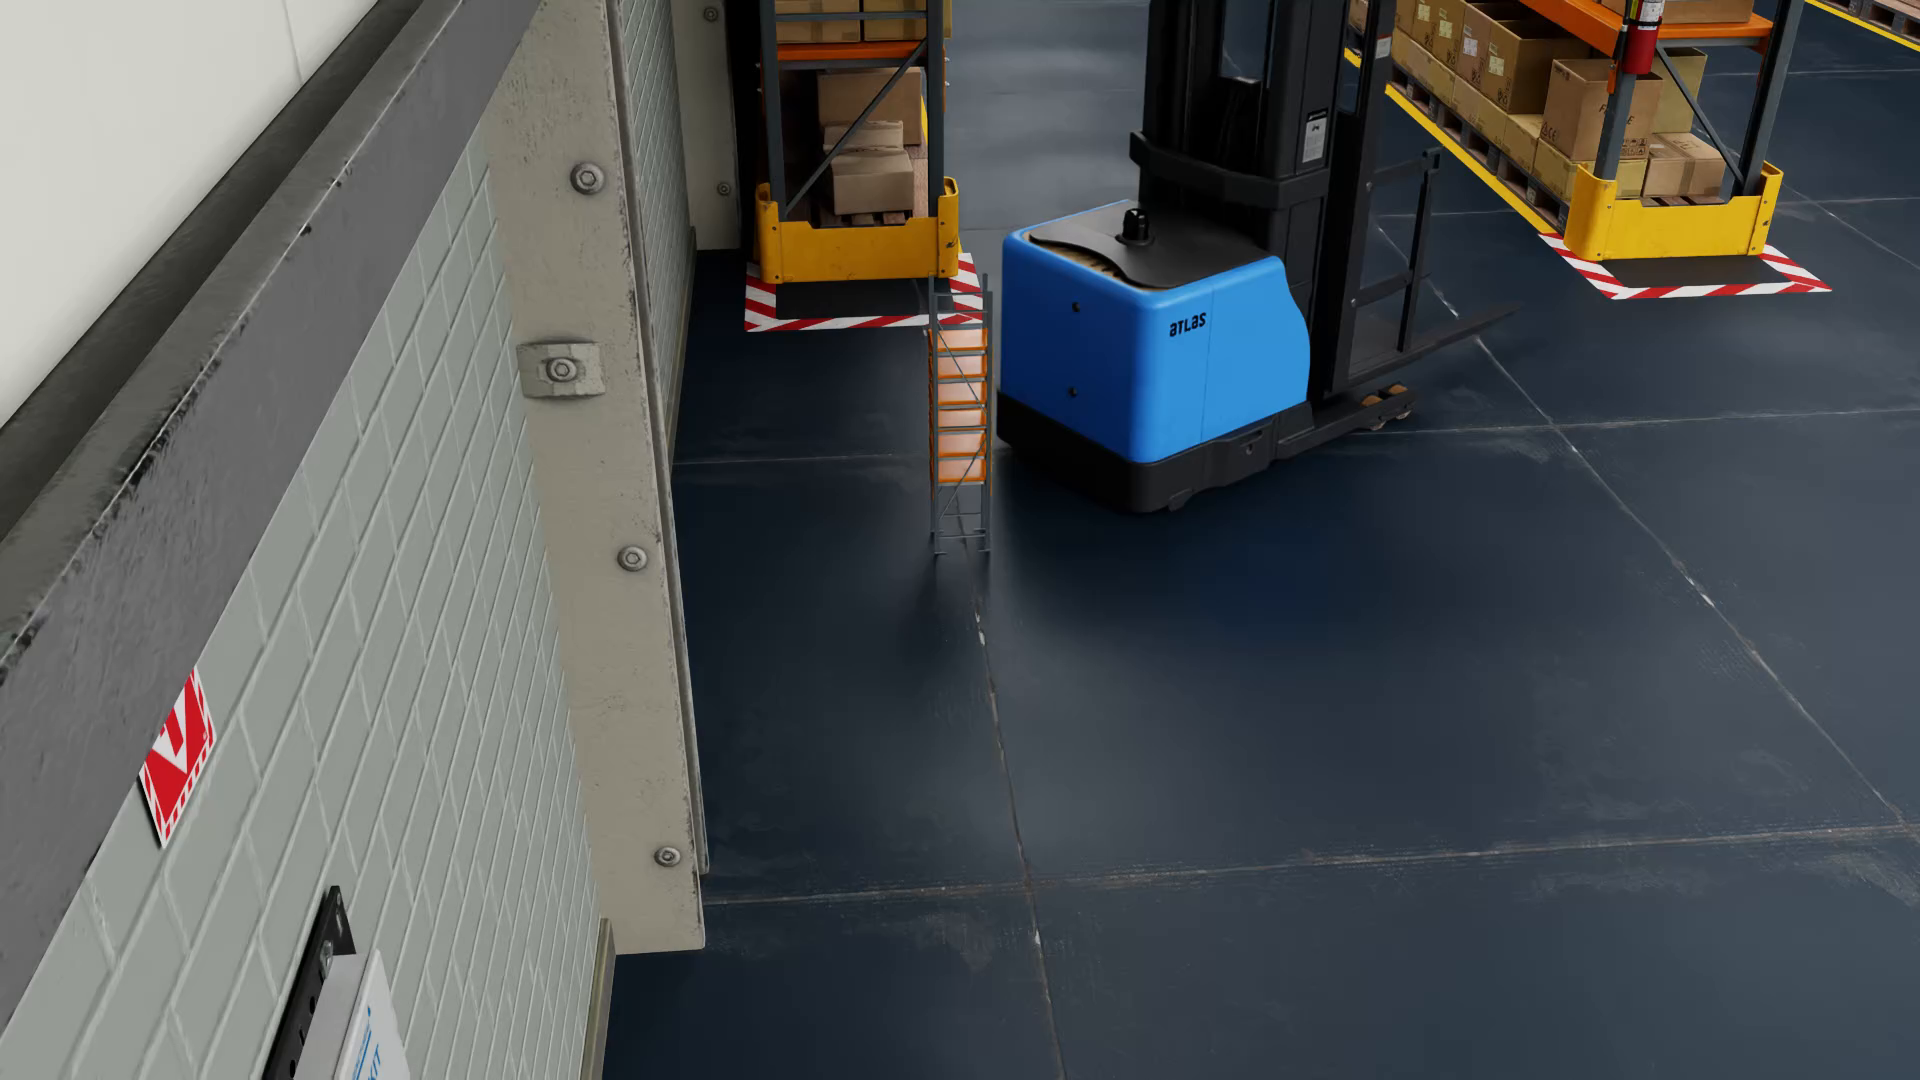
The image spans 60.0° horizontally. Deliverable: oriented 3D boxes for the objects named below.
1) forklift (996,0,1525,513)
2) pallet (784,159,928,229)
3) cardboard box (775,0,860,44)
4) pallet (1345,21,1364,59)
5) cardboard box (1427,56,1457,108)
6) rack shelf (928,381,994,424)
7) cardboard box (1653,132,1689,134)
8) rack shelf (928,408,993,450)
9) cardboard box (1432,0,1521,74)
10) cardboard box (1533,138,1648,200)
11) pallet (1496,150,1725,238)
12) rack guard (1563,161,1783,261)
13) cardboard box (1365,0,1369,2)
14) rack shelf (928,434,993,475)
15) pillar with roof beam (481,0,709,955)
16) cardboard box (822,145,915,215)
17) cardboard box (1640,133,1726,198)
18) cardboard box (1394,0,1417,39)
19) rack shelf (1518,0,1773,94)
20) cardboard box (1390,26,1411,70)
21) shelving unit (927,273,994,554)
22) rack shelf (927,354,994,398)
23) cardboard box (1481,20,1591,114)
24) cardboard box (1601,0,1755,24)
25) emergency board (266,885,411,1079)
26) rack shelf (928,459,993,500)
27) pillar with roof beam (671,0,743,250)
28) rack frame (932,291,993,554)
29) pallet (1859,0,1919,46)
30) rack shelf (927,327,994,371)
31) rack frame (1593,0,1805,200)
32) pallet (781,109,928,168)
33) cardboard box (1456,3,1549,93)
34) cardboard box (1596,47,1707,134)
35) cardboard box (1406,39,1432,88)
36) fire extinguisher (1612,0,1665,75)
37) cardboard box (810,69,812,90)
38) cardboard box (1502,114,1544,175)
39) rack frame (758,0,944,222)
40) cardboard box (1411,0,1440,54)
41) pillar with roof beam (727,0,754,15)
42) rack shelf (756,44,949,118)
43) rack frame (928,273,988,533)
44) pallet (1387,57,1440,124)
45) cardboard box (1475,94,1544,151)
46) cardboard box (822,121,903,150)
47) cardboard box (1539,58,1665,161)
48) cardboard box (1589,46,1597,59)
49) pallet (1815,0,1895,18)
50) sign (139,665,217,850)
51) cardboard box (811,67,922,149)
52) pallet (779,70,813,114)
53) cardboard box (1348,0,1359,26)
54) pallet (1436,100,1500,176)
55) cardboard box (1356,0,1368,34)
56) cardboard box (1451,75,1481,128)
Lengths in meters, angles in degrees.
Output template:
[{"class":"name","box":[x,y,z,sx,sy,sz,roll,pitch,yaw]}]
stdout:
[{"class":"forklift","box":[1.644,-1.987,7.718,3.031,2.935,1.130,-22,37,-32]},{"class":"pallet","box":[-0.643,-2.125,10.602,1.003,0.211,1.213,-3,31,-5]},{"class":"cardboard box","box":[-0.832,-3.041,9.542,0.500,0.250,0.500,-2,31,-4]},{"class":"pallet","box":[3.855,-4.326,14.286,1.003,0.211,1.213,-3,31,-5]},{"class":"cardboard box","box":[3.787,-3.386,12.266,0.500,0.250,0.500,-3,31,-5]},{"class":"rack shelf","box":[0.001,-0.573,6.891,0.258,0.103,0.180,-3,31,-5]},{"class":"cardboard box","box":[4.457,-2.646,11.026,0.500,0.250,0.500,-3,31,-5]},{"class":"rack shelf","box":[0.001,-0.470,6.953,0.258,0.103,0.180,-3,31,-5]},{"class":"cardboard box","box":[3.788,-3.708,12.073,0.500,0.500,0.500,-3,31,-5]},{"class":"cardboard box","box":[3.992,-2.366,10.558,0.500,0.250,0.500,-3,31,-5]},{"class":"pallet","box":[4.223,-2.298,10.891,1.003,0.211,1.213,-3,31,-5]},{"class":"rack guard","box":[4.338,-2.021,10.146,1.175,0.500,0.348,-3,31,-5]},{"class":"cardboard box","box":[3.639,-4.582,13.721,0.500,0.311,0.500,-3,31,-5]},{"class":"rack shelf","box":[0.001,-0.367,7.014,0.258,0.103,0.180,-3,31,-5]},{"class":"pillar with roof beam","box":[3.325,-2.902,3.332,9.100,9.000,0.400,-3,31,-5]},{"class":"cardboard box","box":[-0.571,-2.259,10.300,0.500,0.311,0.500,-6,31,-10]},{"class":"cardboard box","box":[4.508,-2.391,10.599,0.500,0.250,0.500,-3,31,-5]},{"class":"cardboard box","box":[3.694,-4.219,12.928,0.500,0.500,0.500,-3,31,-5]},{"class":"rack shelf","box":[4.149,-3.819,11.420,1.077,0.370,4.000,-3,31,-5]},{"class":"cardboard box","box":[3.704,-3.897,13.121,0.500,0.250,0.500,-3,31,-5]},{"class":"shelving unit","box":[0.001,-0.508,6.930,0.258,1.200,0.189,-3,31,-5]},{"class":"rack shelf","box":[0.001,-0.676,6.830,0.258,0.103,0.180,-3,31,-5]},{"class":"cardboard box","box":[3.882,-3.198,11.219,0.500,0.500,0.500,-3,31,-5]},{"class":"cardboard box","box":[4.305,-3.388,9.900,0.700,0.500,0.500,-3,31,-5]},{"class":"emergency board","box":[-0.769,1.144,2.410,0.194,1.169,0.643,-3,31,-5]},{"class":"rack shelf","box":[0.001,-0.264,7.076,0.258,0.103,0.180,-3,31,-5]},{"class":"pillar with roof beam","box":[2.764,-5.965,8.461,9.100,9.000,0.400,-3,31,-5]},{"class":"rack frame","box":[0.010,-0.461,6.852,0.240,1.200,0.006,-3,31,-5]},{"class":"pallet","box":[8.782,-4.586,14.722,1.003,0.211,1.213,-3,31,-5]},{"class":"rack shelf","box":[0.001,-0.779,6.768,0.258,0.103,0.180,-3,31,-5]},{"class":"rack frame","box":[4.336,-3.106,9.526,1.000,3.000,0.127,-3,31,-5]},{"class":"pallet","box":[-0.754,-2.747,11.643,1.003,0.211,1.213,-3,31,-5]},{"class":"cardboard box","box":[3.836,-3.453,11.646,0.500,0.500,0.500,-3,31,-5]},{"class":"cardboard box","box":[4.459,-2.968,10.834,0.500,0.500,0.500,-3,31,-5]},{"class":"cardboard box","box":[3.746,-3.642,12.694,0.500,0.250,0.500,-3,31,-5]},{"class":"fire extinguisher","box":[3.885,-2.991,9.407,0.296,0.674,0.183,-3,31,-5]},{"class":"cardboard box","box":[-0.832,-3.497,12.188,0.500,0.500,0.500,-5,31,-8]},{"class":"cardboard box","box":[3.933,-2.621,10.984,0.500,0.250,0.500,-3,31,-5]},{"class":"rack frame","box":[-0.595,-2.867,9.125,1.000,3.000,0.127,-3,31,-5]},{"class":"cardboard box","box":[3.749,-3.964,12.501,0.500,0.500,0.500,-3,31,-5]},{"class":"pillar with roof beam","box":[2.203,-9.028,13.589,9.100,9.000,0.400,-3,31,-5]},{"class":"rack shelf","box":[-0.782,-3.579,11.019,1.077,0.370,4.000,-3,31,-5]},{"class":"rack frame","box":[-0.007,-0.554,7.008,0.240,1.200,0.006,-3,31,-5]},{"class":"pallet","box":[3.995,-3.544,12.977,1.003,0.211,1.213,-3,31,-5]},{"class":"cardboard box","box":[3.885,-2.876,11.411,0.500,0.250,0.500,-3,31,-5]},{"class":"cardboard box","box":[-0.624,-2.550,10.788,0.500,0.311,0.500,0,31,0]},{"class":"cardboard box","box":[3.990,-2.688,10.365,0.500,0.500,0.500,-3,31,-5]},{"class":"cardboard box","box":[4.399,-3.223,11.261,0.500,0.500,0.500,-3,31,-5]},{"class":"pallet","box":[8.665,-5.210,15.767,1.003,0.211,1.213,-3,31,-5]},{"class":"sign","box":[-0.867,0.157,1.801,0.001,0.298,0.199,-3,31,-5]},{"class":"cardboard box","box":[-0.643,-3.008,11.370,0.700,0.500,0.500,-5,31,-8]},{"class":"pallet","box":[-0.871,-3.371,12.688,1.003,0.211,1.213,-3,31,-5]},{"class":"cardboard box","box":[3.590,-4.605,14.306,0.500,0.250,0.500,-3,31,-5]},{"class":"pallet","box":[4.112,-2.919,11.931,1.003,0.211,1.213,-3,31,-5]},{"class":"cardboard box","box":[3.635,-4.346,13.873,0.500,0.250,0.500,-3,31,-5]},{"class":"cardboard box","box":[3.840,-3.131,11.839,0.500,0.250,0.500,-3,31,-5]}]
